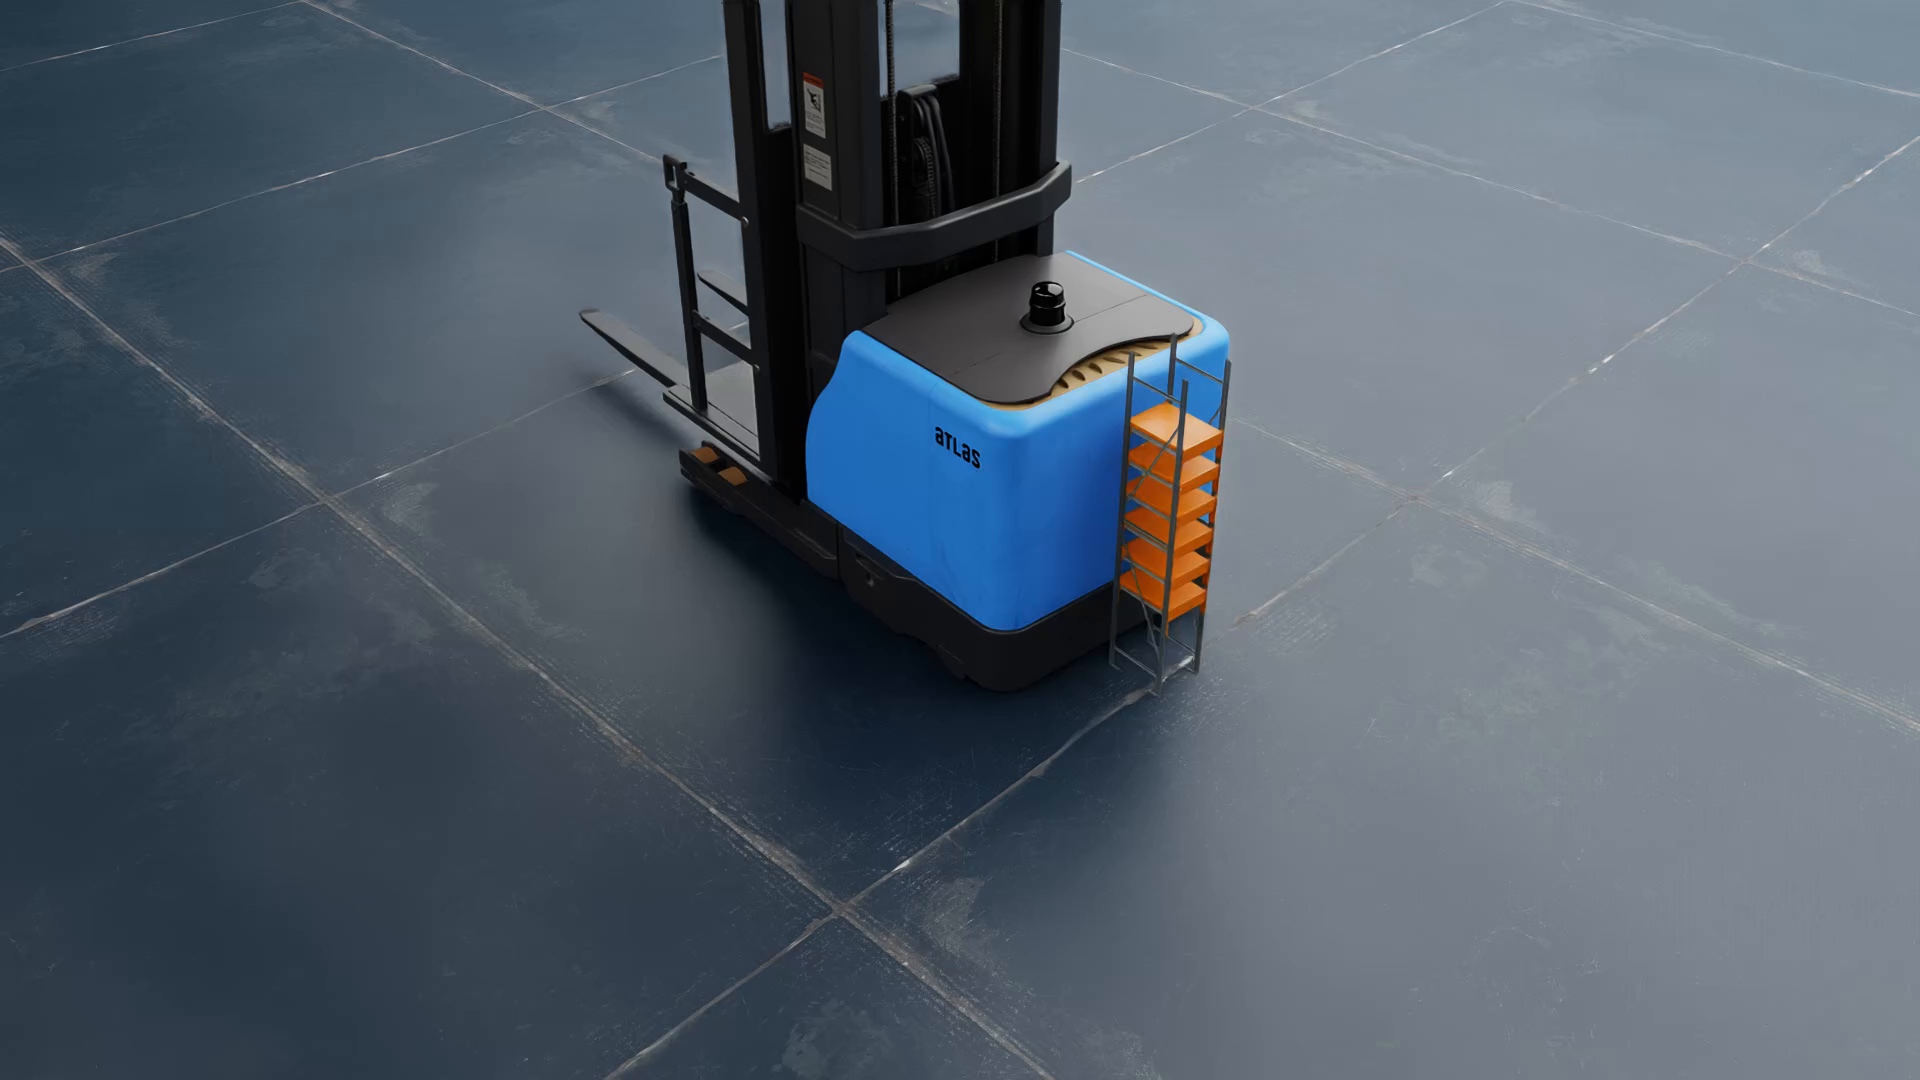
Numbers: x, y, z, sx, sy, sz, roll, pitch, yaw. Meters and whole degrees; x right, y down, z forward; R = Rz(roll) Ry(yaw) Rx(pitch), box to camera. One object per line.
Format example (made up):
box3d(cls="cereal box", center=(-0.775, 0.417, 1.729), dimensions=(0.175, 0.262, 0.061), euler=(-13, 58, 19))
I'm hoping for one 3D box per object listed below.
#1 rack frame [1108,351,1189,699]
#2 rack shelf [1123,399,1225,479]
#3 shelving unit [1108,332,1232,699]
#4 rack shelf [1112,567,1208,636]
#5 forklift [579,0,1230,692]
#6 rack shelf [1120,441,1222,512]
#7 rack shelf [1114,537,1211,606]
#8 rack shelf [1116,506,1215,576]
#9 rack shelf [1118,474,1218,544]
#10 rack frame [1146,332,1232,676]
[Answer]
box3d(cls="rack frame", center=(0.583, -0.020, 5.229), dimensions=(0.006, 1.200, 0.240), euler=(-26, 42, -32))
box3d(cls="rack shelf", center=(0.653, -0.312, 5.097), dimensions=(0.180, 0.103, 0.258), euler=(-26, 42, -32))
box3d(cls="shelving unit", center=(0.653, -0.053, 5.278), dimensions=(0.189, 1.200, 0.258), euler=(-26, 42, -32))
box3d(cls="rack shelf", center=(0.653, 0.180, 5.440), dimensions=(0.180, 0.103, 0.258), euler=(-26, 42, -32))
box3d(cls="forklift", center=(-0.442, -1.480, 5.809), dimensions=(1.130, 2.935, 3.031), euler=(-26, 42, -32))
box3d(cls="rack shelf", center=(0.653, -0.214, 5.166), dimensions=(0.180, 0.103, 0.258), euler=(-26, 42, -32))
box3d(cls="rack shelf", center=(0.653, 0.081, 5.372), dimensions=(0.180, 0.103, 0.258), euler=(-26, 42, -32))
box3d(cls="rack shelf", center=(0.653, -0.017, 5.303), dimensions=(0.180, 0.103, 0.258), euler=(-26, 42, -32))
box3d(cls="rack shelf", center=(0.653, -0.115, 5.234), dimensions=(0.180, 0.103, 0.258), euler=(-26, 42, -32))
box3d(cls="rack frame", center=(0.723, -0.087, 5.326), dimensions=(0.006, 1.200, 0.240), euler=(-26, 42, -32))
